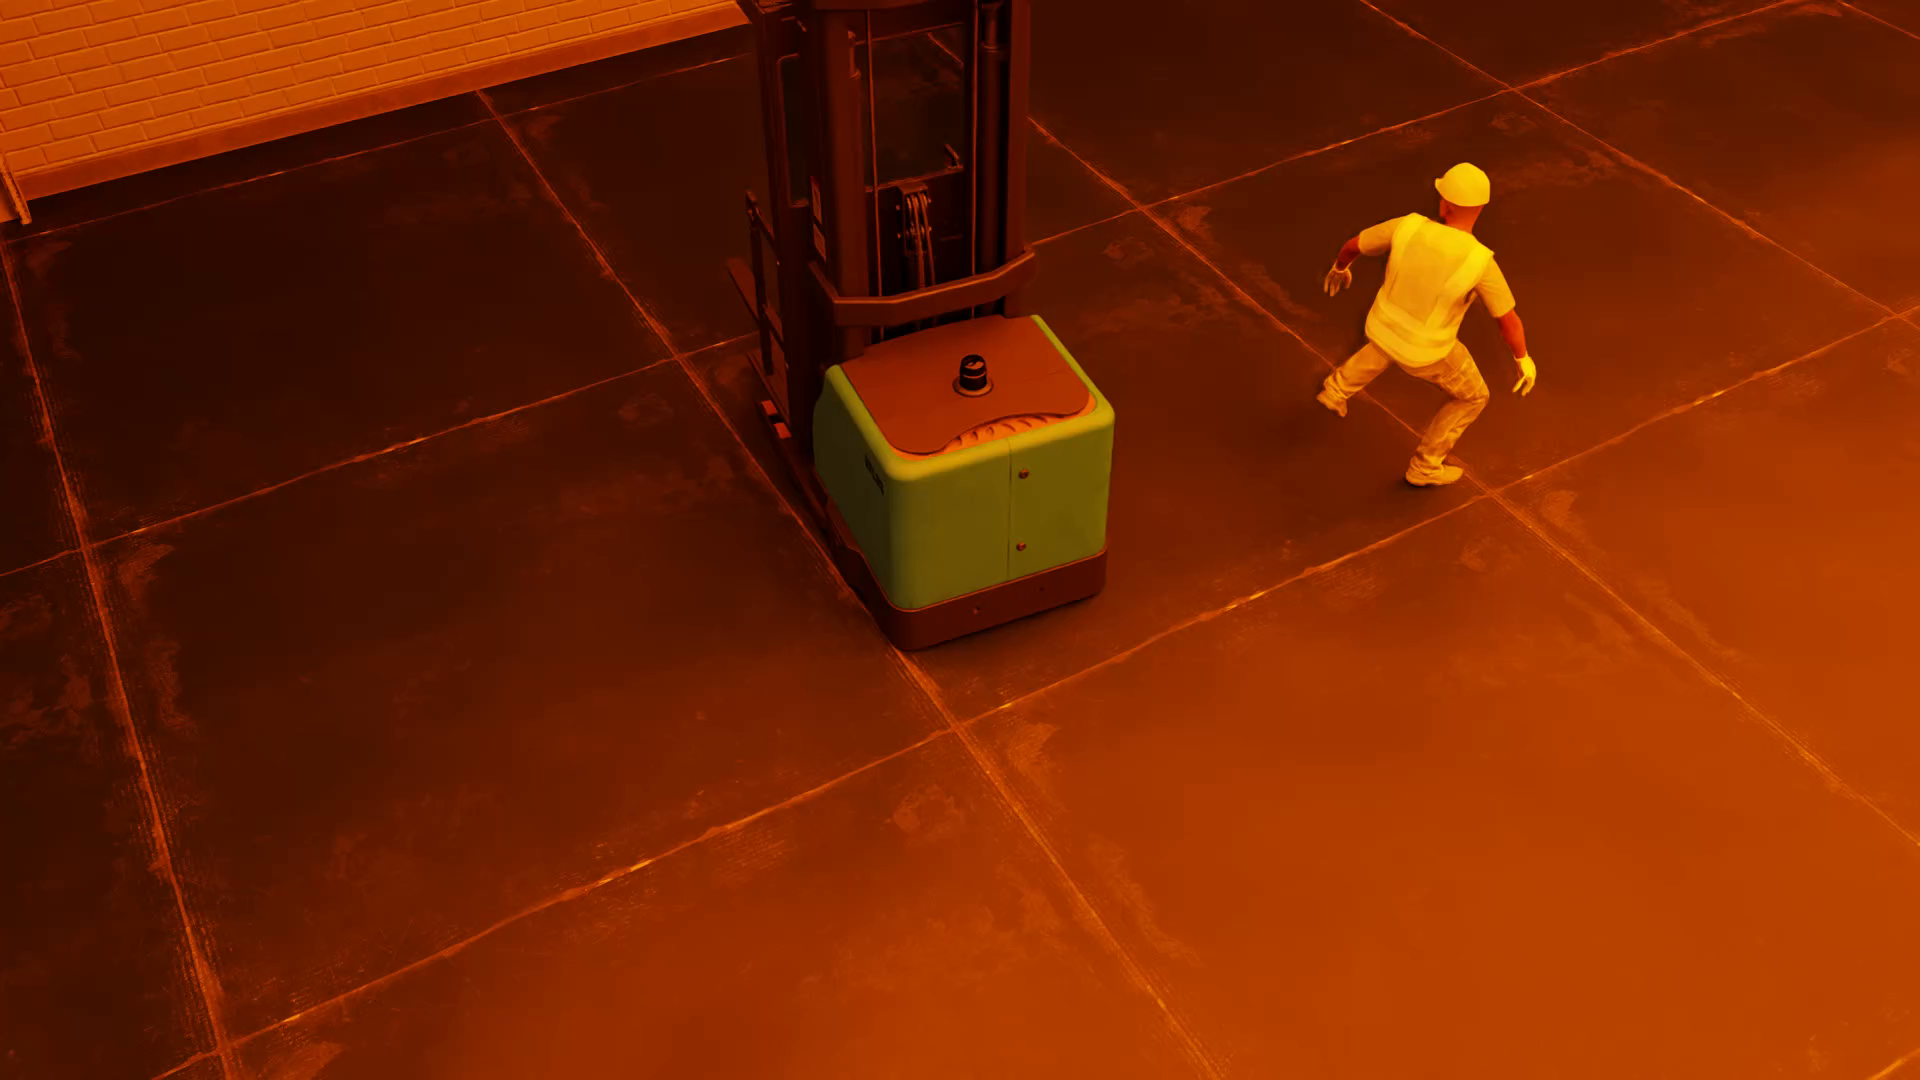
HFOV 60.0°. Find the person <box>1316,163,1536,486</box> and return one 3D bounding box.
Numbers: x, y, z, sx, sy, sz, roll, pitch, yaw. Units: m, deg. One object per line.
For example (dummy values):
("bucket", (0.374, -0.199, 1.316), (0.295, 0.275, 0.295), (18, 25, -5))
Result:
("person", (2.181, -0.998, 7.742), (0.524, 1.659, 1.033), (-27, 49, -26))

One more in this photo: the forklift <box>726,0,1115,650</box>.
("forklift", (-0.387, -1.606, 7.430), (1.130, 2.935, 3.031), (-16, 45, -17))
